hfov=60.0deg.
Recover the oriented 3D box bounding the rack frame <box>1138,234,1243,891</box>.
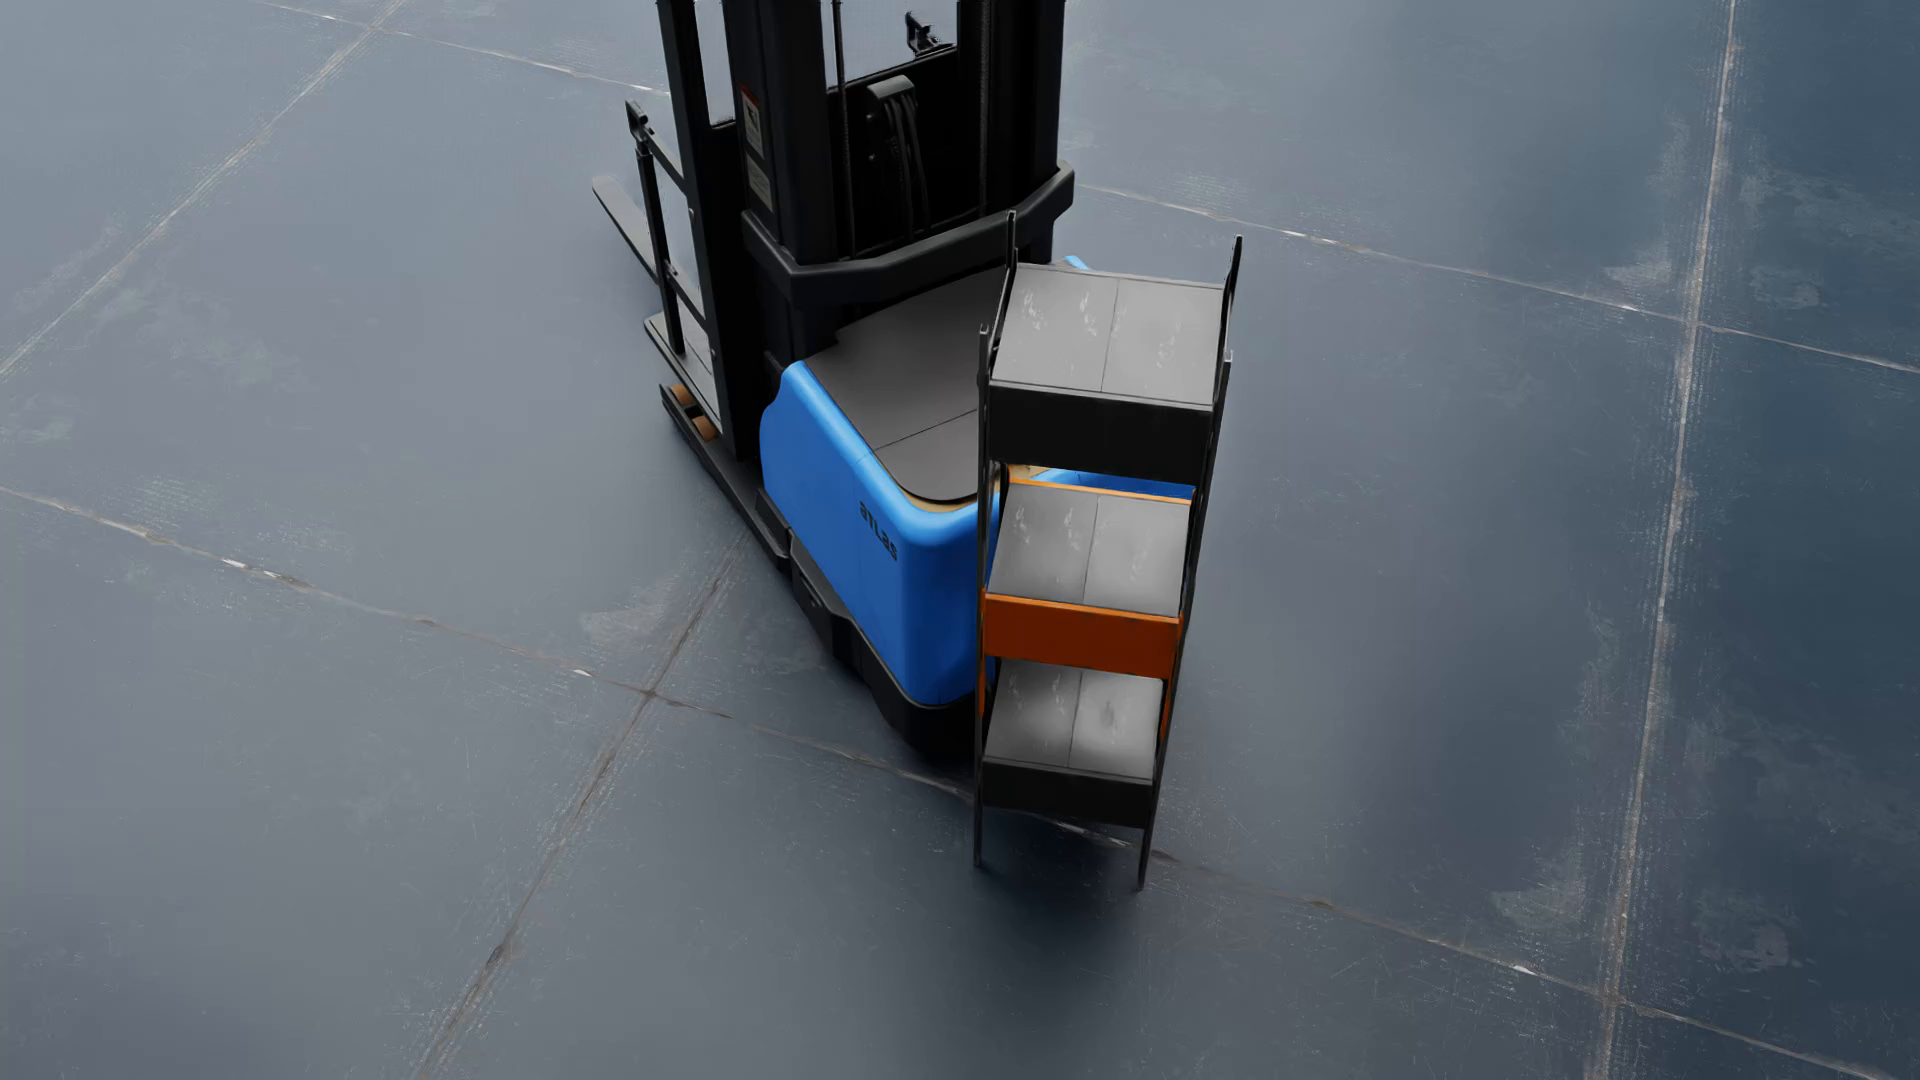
[{"bbox_3d":[0.561,0.188,4.198,0.015,2.100,0.400,7,49,6],"label":"rack frame"}]

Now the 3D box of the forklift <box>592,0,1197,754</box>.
[{"bbox_3d":[-0.433,-1.414,5.036,1.130,2.935,3.031,-24,53,-19],"label":"forklift"}]

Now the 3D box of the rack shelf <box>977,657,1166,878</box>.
[{"bbox_3d":[0.320,0.624,4.764,0.480,0.518,0.431,7,49,6],"label":"rack shelf"}]

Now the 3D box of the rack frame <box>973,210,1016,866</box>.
[{"bbox_3d":[0.080,0.126,4.252,0.015,2.100,0.400,7,49,6],"label":"rack frame"}]

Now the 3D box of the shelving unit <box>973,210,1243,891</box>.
[{"bbox_3d":[0.320,0.157,4.225,0.503,2.100,0.431,7,49,6],"label":"shelving unit"}]

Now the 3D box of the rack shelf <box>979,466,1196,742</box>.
[{"bbox_3d":[0.320,0.166,4.235,0.480,0.518,0.431,7,49,6],"label":"rack shelf"}]

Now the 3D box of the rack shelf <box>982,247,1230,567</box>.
[{"bbox_3d":[0.320,-0.293,3.706,0.480,0.518,0.431,7,49,6],"label":"rack shelf"}]
